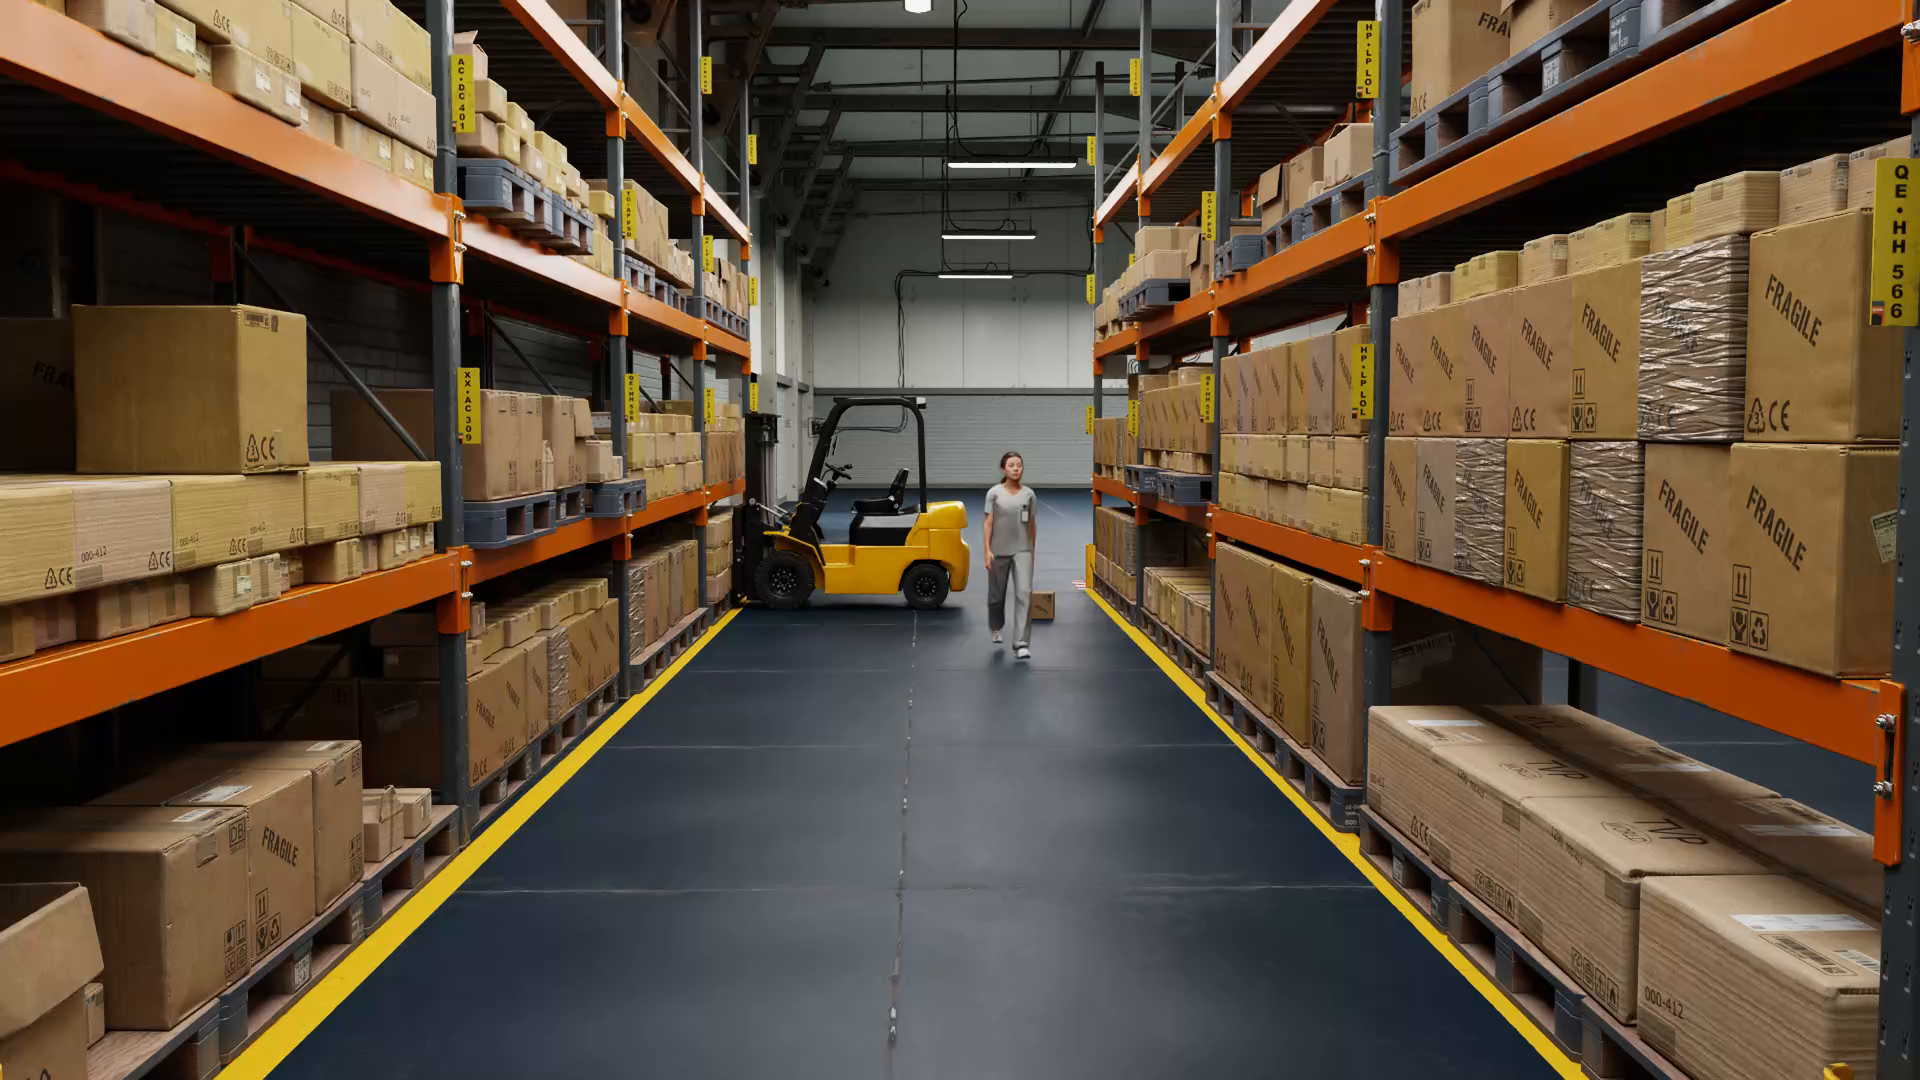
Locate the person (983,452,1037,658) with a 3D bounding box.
[{"bbox_3d":[0.404,0.106,13.348,0.442,1.630,0.969,0,4,-3],"label":"person"}]
